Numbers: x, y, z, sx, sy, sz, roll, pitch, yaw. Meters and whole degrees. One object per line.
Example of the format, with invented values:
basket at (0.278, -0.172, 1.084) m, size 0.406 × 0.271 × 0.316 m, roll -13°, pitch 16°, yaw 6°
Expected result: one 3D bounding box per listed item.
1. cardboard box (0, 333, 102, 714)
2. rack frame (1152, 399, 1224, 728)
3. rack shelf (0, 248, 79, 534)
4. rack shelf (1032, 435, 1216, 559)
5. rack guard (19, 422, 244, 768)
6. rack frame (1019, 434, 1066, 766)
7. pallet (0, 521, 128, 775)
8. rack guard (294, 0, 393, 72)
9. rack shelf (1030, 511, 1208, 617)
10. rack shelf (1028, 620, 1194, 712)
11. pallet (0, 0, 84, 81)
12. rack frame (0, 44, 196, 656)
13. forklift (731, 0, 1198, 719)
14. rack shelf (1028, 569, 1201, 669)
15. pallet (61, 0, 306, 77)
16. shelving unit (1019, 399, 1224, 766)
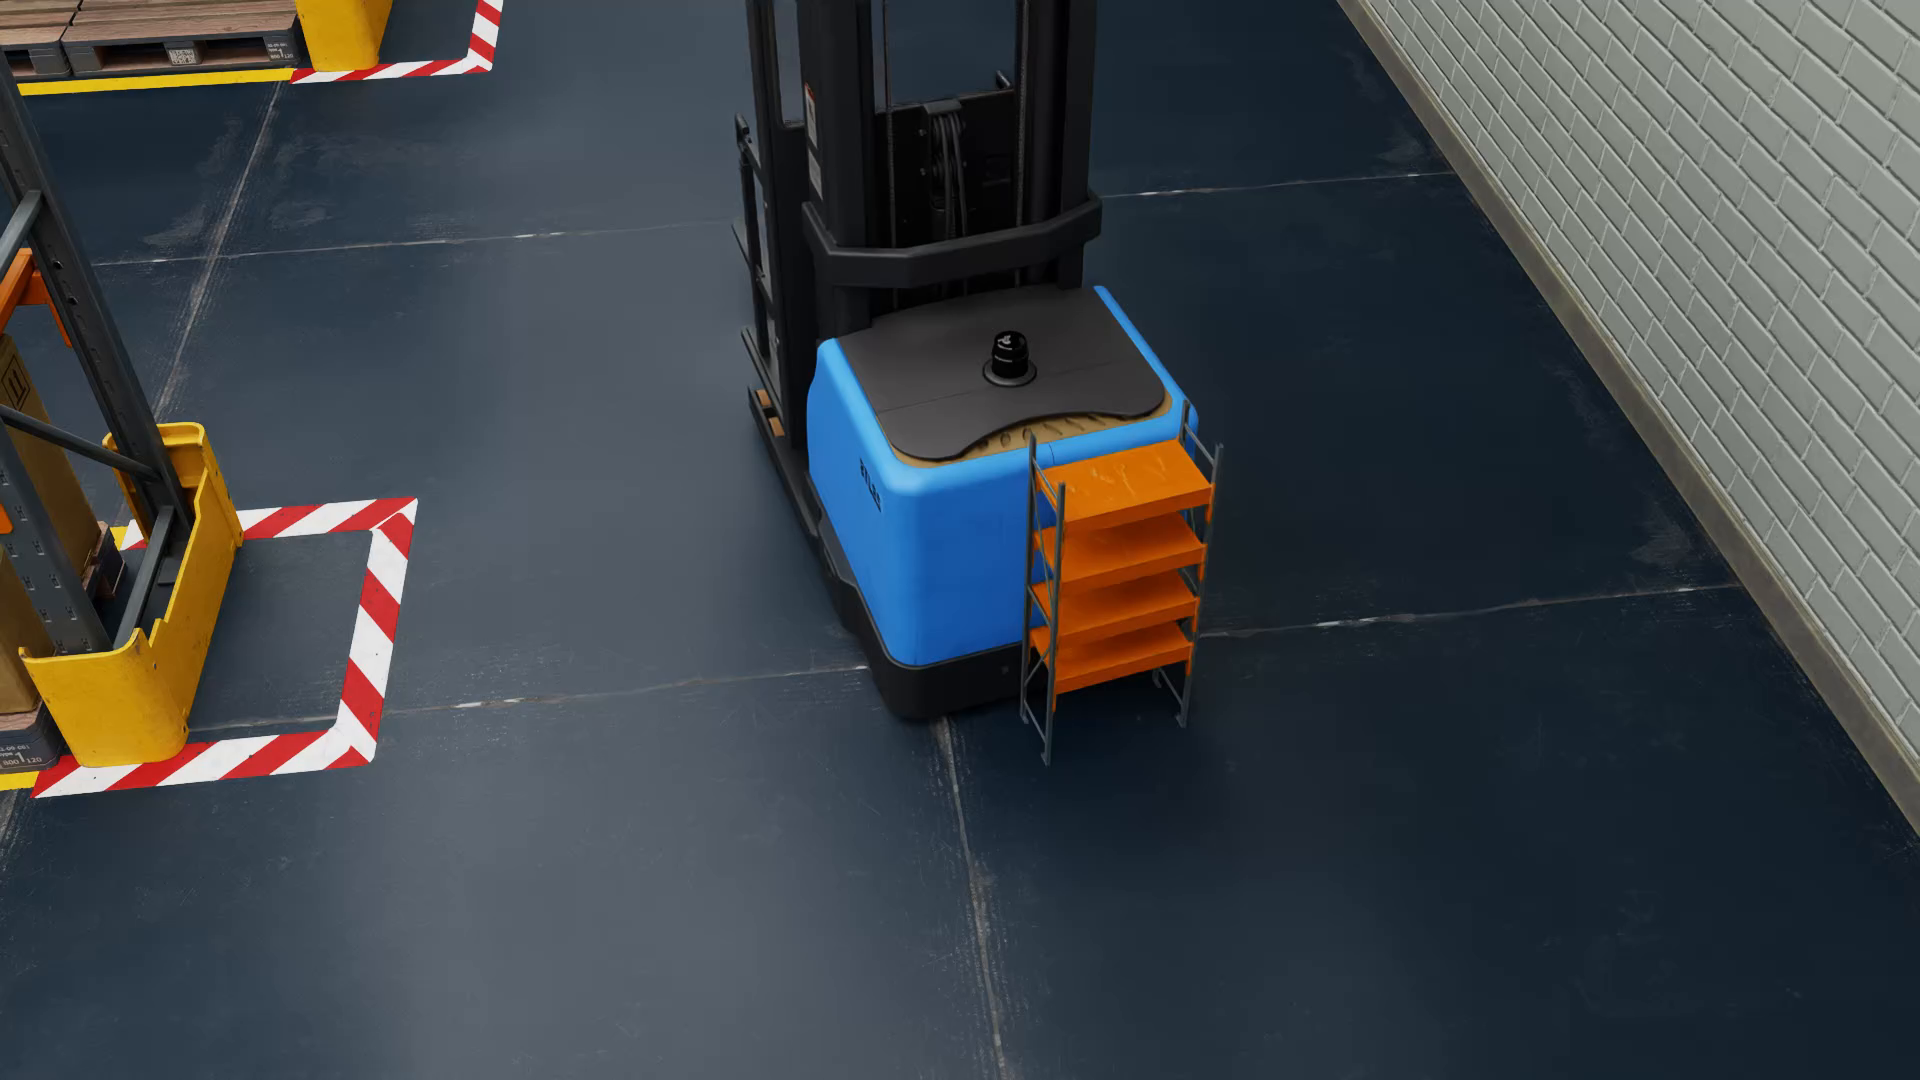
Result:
cardboard box at (-3.448, -0.024, 5.310) m, size 0.875 × 0.875 × 0.875 m, roll -5°, pitch 42°, yaw -6°
rack frame at (0.707, 0.105, 5.238) m, size 0.015 × 1.200 × 0.240 m, roll -14°, pitch 44°, yaw -15°
rack shelf at (-4.807, -0.325, 4.907) m, size 4.000 × 0.370 × 1.077 m, roll -5°, pitch 42°, yaw -6°
rack shelf at (0.478, -0.131, 4.913) m, size 0.480 × 0.148 × 0.258 m, roll -14°, pitch 44°, yaw -15°
rack guard at (-2.800, 0.161, 5.699) m, size 0.348 × 0.500 × 1.175 m, roll -5°, pitch 42°, yaw -6°
rack frame at (0.248, 0.216, 5.115) m, size 0.015 × 1.200 × 0.240 m, roll -14°, pitch 44°, yaw -15°
pallet at (-3.607, 0.391, 5.658) m, size 1.213 × 0.211 × 1.003 m, roll -5°, pitch 42°, yaw -6°
rack guard at (-3.444, -3.137, 9.355) m, size 0.348 × 0.500 × 1.175 m, roll -5°, pitch 42°, yaw -6°
rack shelf at (0.478, 0.044, 5.072) m, size 0.480 × 0.148 × 0.258 m, roll -14°, pitch 44°, yaw -15°
rack shelf at (0.478, 0.358, 5.354) m, size 0.480 × 0.148 × 0.258 m, roll -14°, pitch 44°, yaw -15°
pallet at (-5.496, -2.870, 9.274) m, size 1.213 × 0.211 × 1.003 m, roll -5°, pitch 42°, yaw -6°
rack frame at (-2.824, -0.765, 4.859) m, size 0.127 × 3.000 × 1.000 m, roll -5°, pitch 42°, yaw -6°
forklift at (-0.213, -1.498, 5.722) m, size 1.130 × 2.935 × 3.031 m, roll -13°, pitch 44°, yaw -14°
rack shelf at (0.478, 0.210, 5.221) m, size 0.480 × 0.148 × 0.258 m, roll -14°, pitch 44°, yaw -15°
pallet at (-4.289, -2.974, 9.389) m, size 1.213 × 0.211 × 1.003 m, roll -5°, pitch 42°, yaw -6°
shelving unit at (0.478, 0.160, 5.176) m, size 0.503 × 1.200 × 0.258 m, roll -14°, pitch 44°, yaw -15°
